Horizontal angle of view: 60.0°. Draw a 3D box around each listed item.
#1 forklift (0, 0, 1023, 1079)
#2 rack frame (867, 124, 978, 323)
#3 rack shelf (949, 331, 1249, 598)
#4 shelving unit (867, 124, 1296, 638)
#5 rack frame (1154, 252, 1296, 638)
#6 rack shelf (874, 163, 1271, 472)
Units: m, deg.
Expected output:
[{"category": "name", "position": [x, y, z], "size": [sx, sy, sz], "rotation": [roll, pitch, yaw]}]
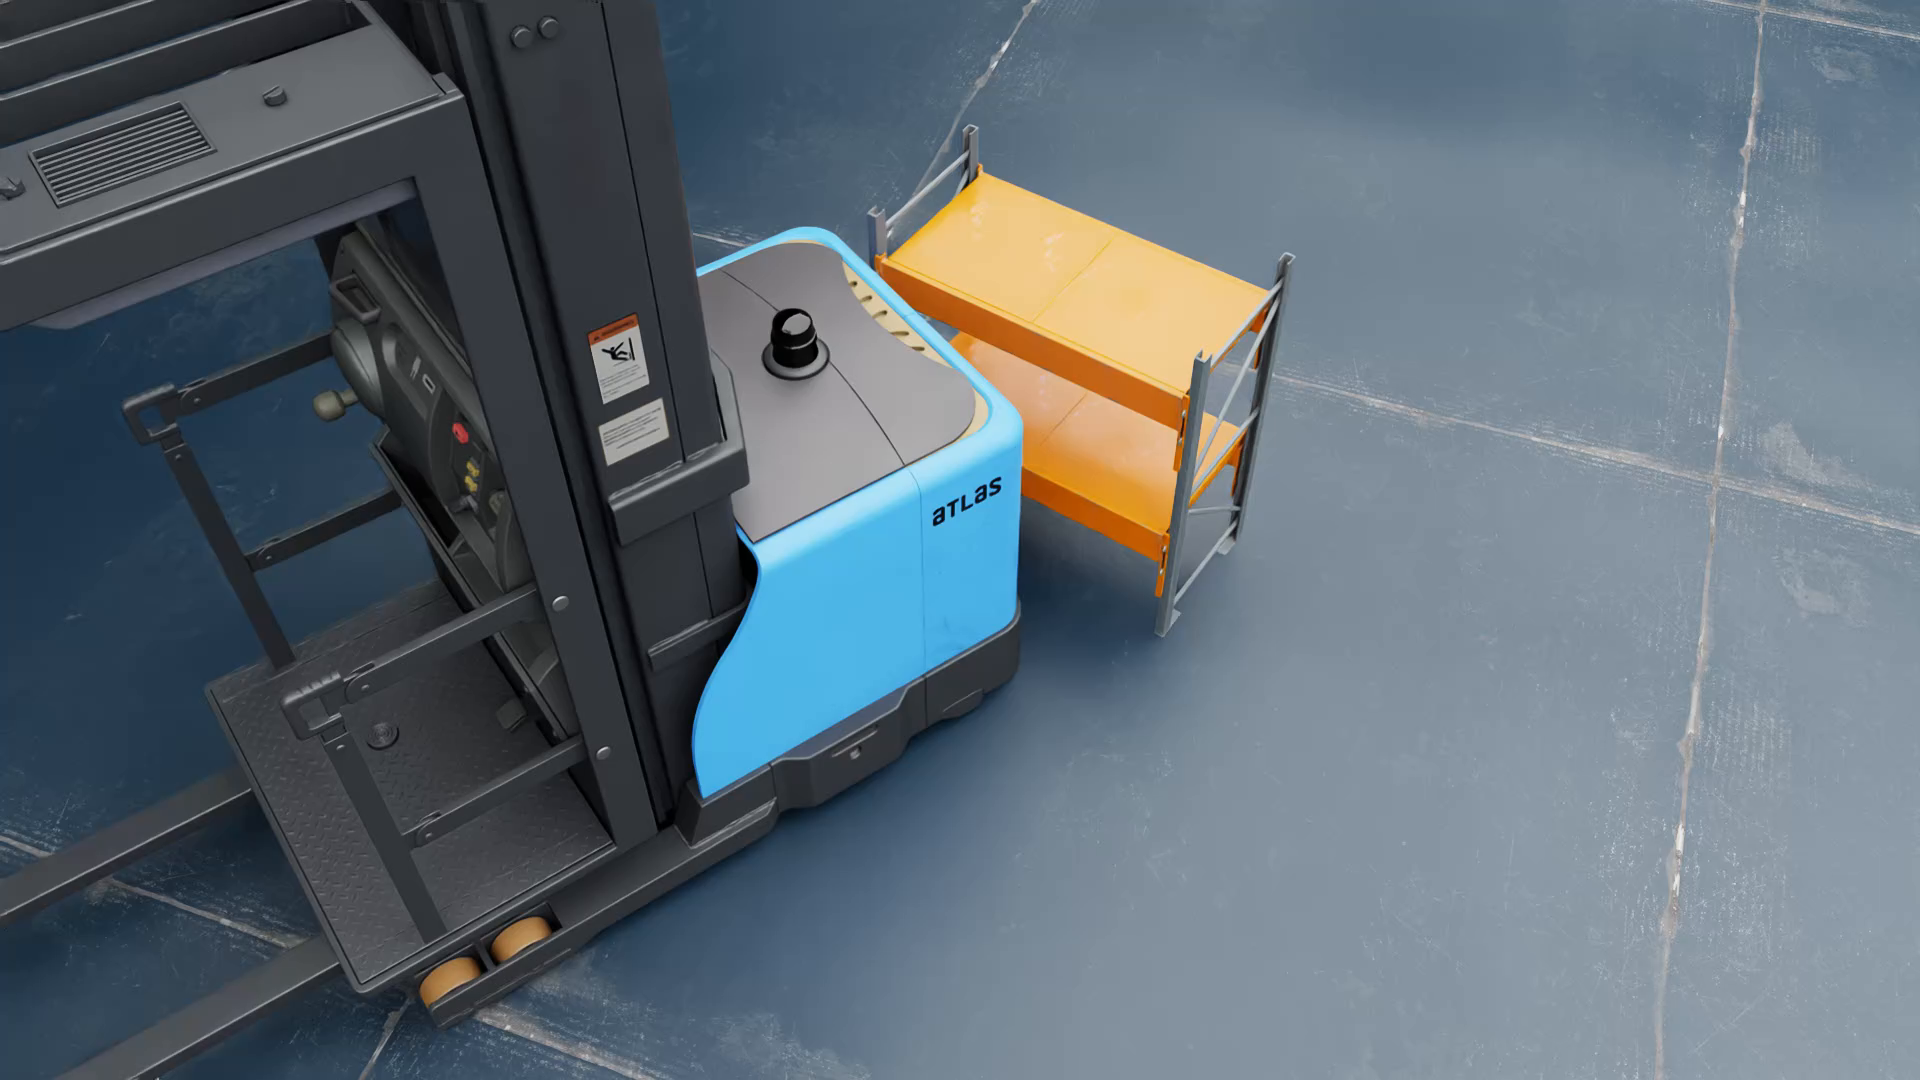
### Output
[{"category": "forklift", "position": [-1.324, -0.209, 3.491], "size": [3.031, 2.935, 1.130], "rotation": [-28, 55, -22]}, {"category": "rack frame", "position": [-0.100, -0.671, 5.088], "size": [0.032, 1.125, 0.500], "rotation": [27, 54, 22]}, {"category": "rack shelf", "position": [0.319, -0.294, 5.084], "size": [1.000, 0.278, 0.538], "rotation": [27, 54, 22]}, {"category": "shelving unit", "position": [0.319, -0.454, 4.899], "size": [1.048, 1.125, 0.538], "rotation": [27, 54, 22]}, {"category": "rack frame", "position": [0.738, -0.237, 4.711], "size": [0.032, 1.125, 0.500], "rotation": [27, 54, 22]}, {"category": "rack shelf", "position": [0.319, -0.646, 4.678], "size": [1.000, 0.278, 0.538], "rotation": [27, 54, 22]}]
